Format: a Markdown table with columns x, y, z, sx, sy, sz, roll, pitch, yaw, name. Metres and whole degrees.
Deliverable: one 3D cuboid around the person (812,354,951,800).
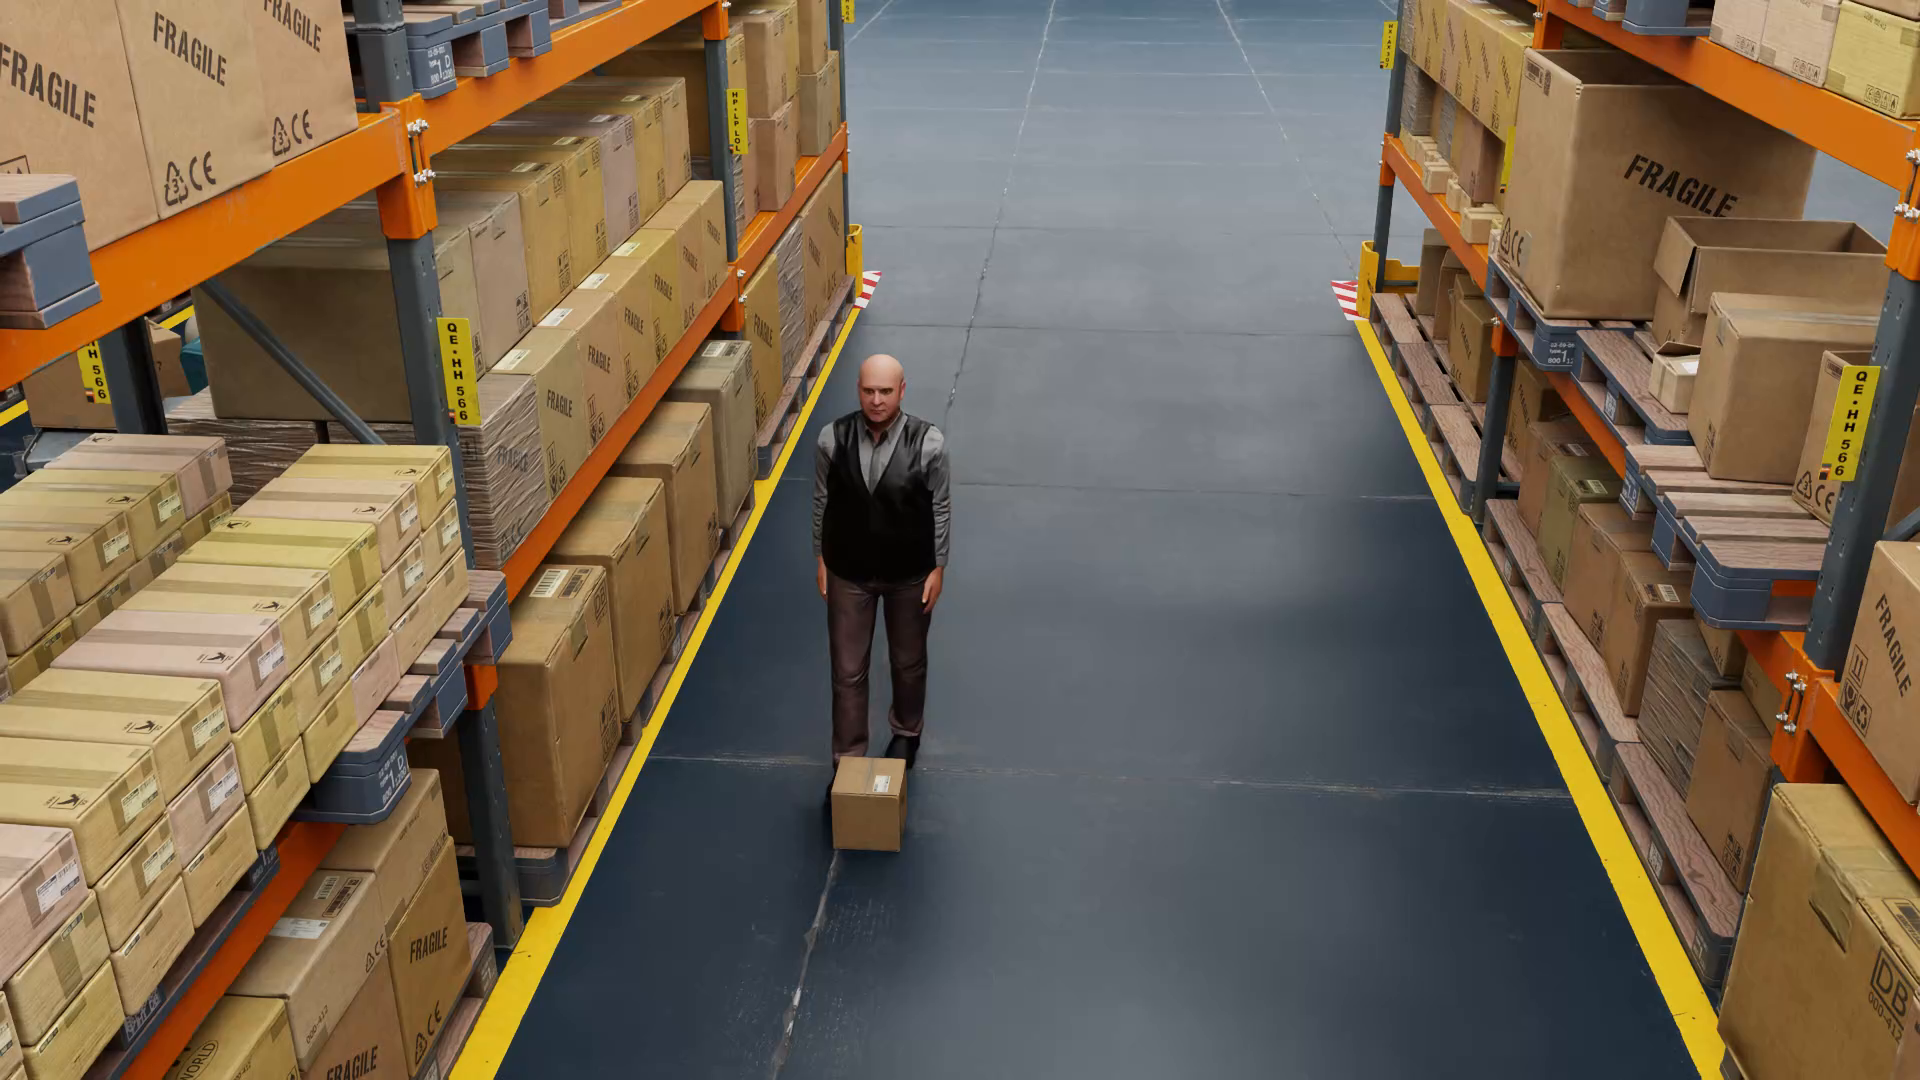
| x | y | z | sx | sy | sz | roll | pitch | yaw | name |
| --- | --- | --- | --- | --- | --- | --- | --- | --- | --- |
| -0.308 | 0.161 | 6.296 | 0.536 | 1.728 | 0.598 | 2 | 24 | 4 | person |
